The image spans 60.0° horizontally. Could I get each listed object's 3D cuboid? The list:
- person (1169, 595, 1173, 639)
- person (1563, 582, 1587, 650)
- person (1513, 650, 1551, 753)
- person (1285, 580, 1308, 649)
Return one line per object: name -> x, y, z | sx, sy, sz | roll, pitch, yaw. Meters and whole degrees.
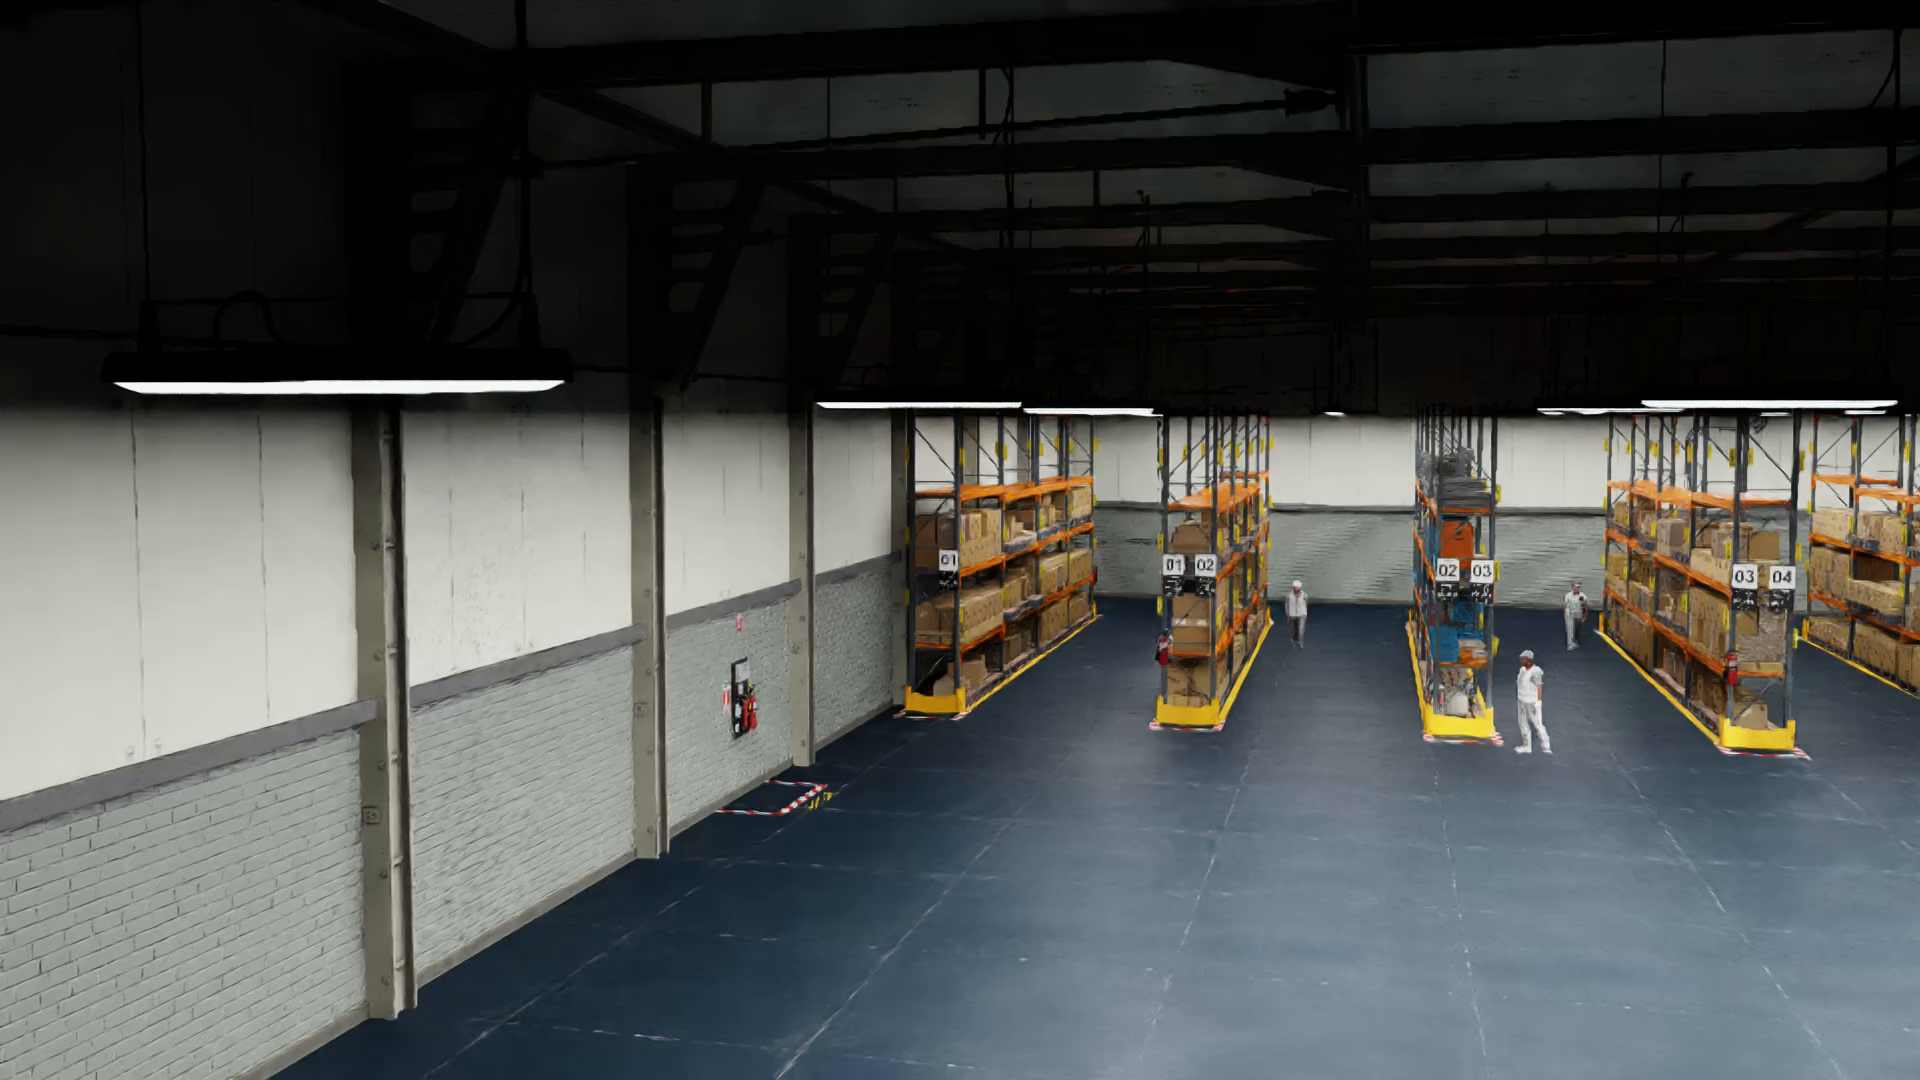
person -> 5.616, 1.734, 43.159 | 0.477, 1.672, 0.487 | 4, 6, 43
person -> 15.279, 1.864, 41.268 | 0.540, 1.676, 1.130 | 1, 4, 12
person -> 9.836, 2.764, 28.563 | 0.557, 1.779, 0.659 | -1, 4, -15
person -> 8.397, 1.837, 41.518 | 0.544, 1.697, 1.102 | 1, 4, 16
